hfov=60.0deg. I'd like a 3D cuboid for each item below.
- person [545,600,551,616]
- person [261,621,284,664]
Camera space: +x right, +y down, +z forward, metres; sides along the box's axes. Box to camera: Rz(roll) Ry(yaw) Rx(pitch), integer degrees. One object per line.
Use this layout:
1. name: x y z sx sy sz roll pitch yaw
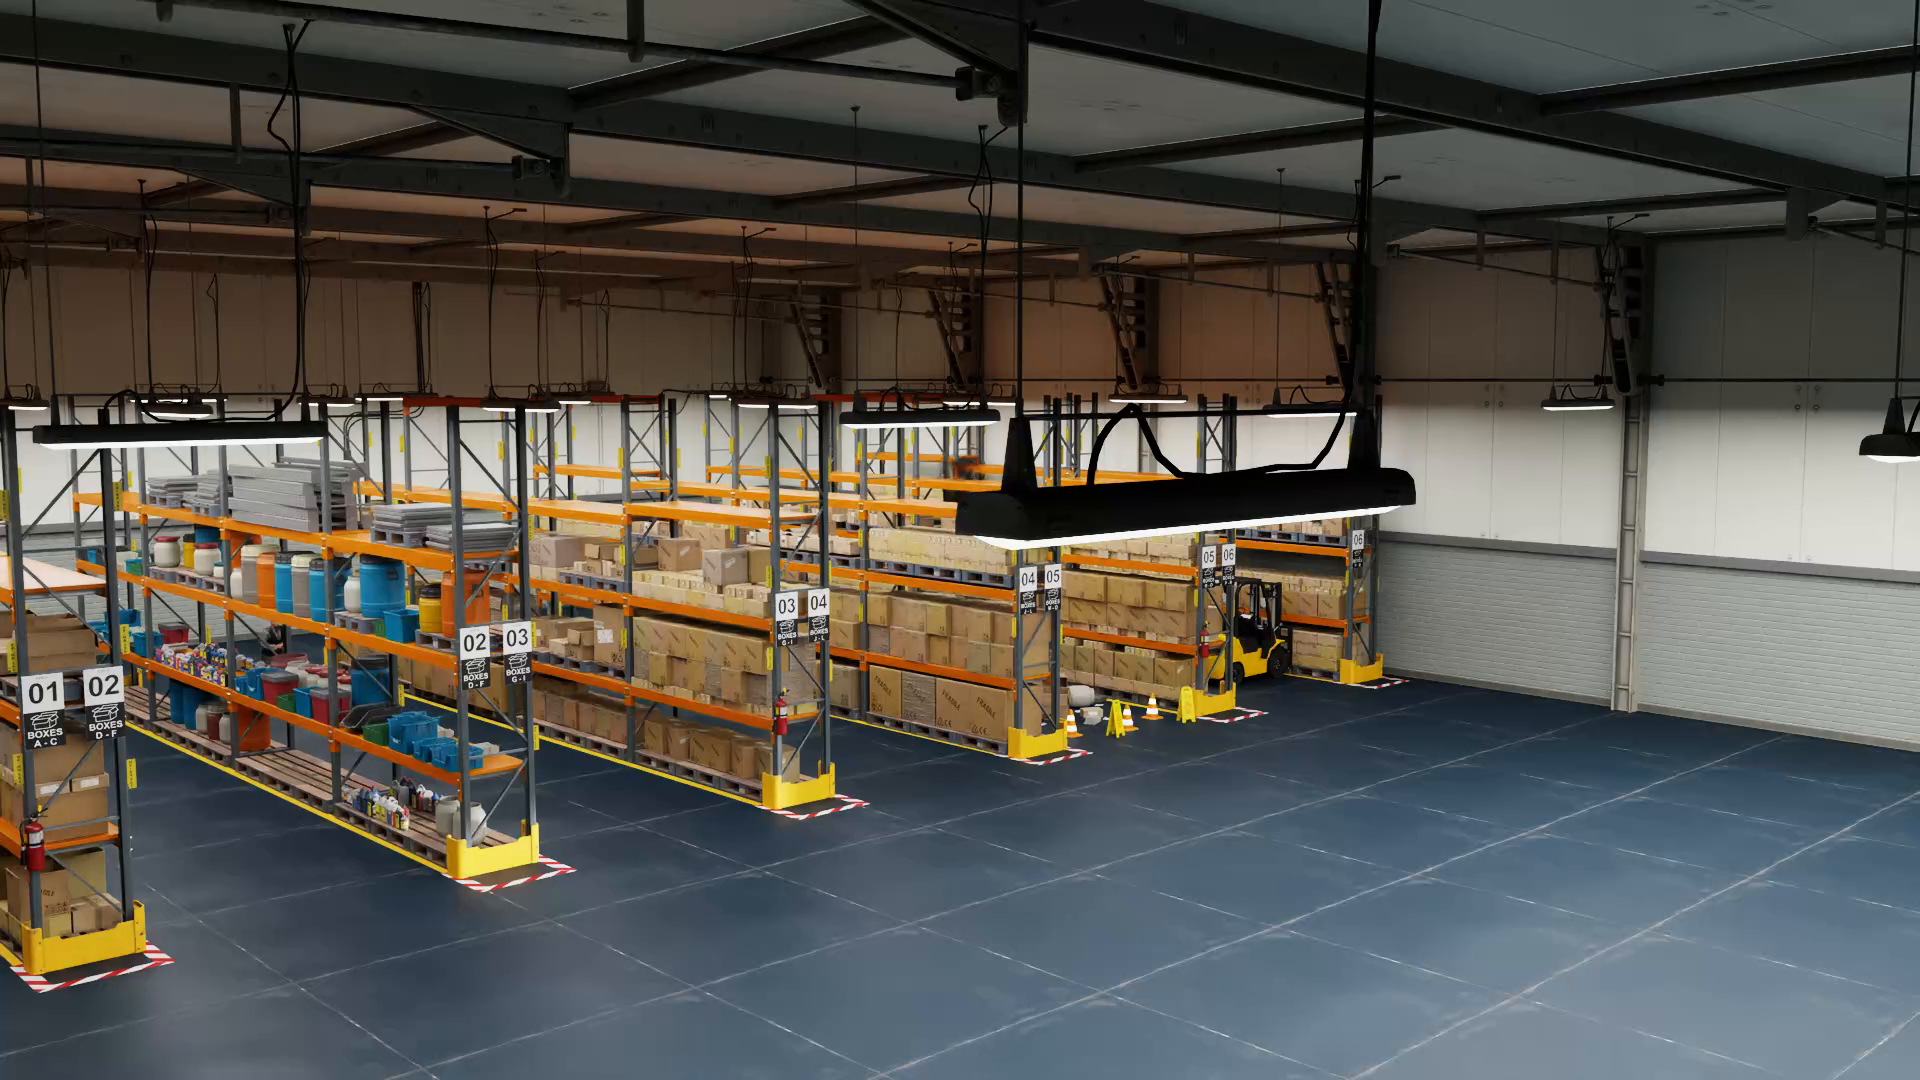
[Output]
1. person: -10.106 1.477 41.419 0.660 1.734 0.823 2 6 18
2. person: -13.745 2.303 33.374 0.839 1.615 0.658 4 7 35
